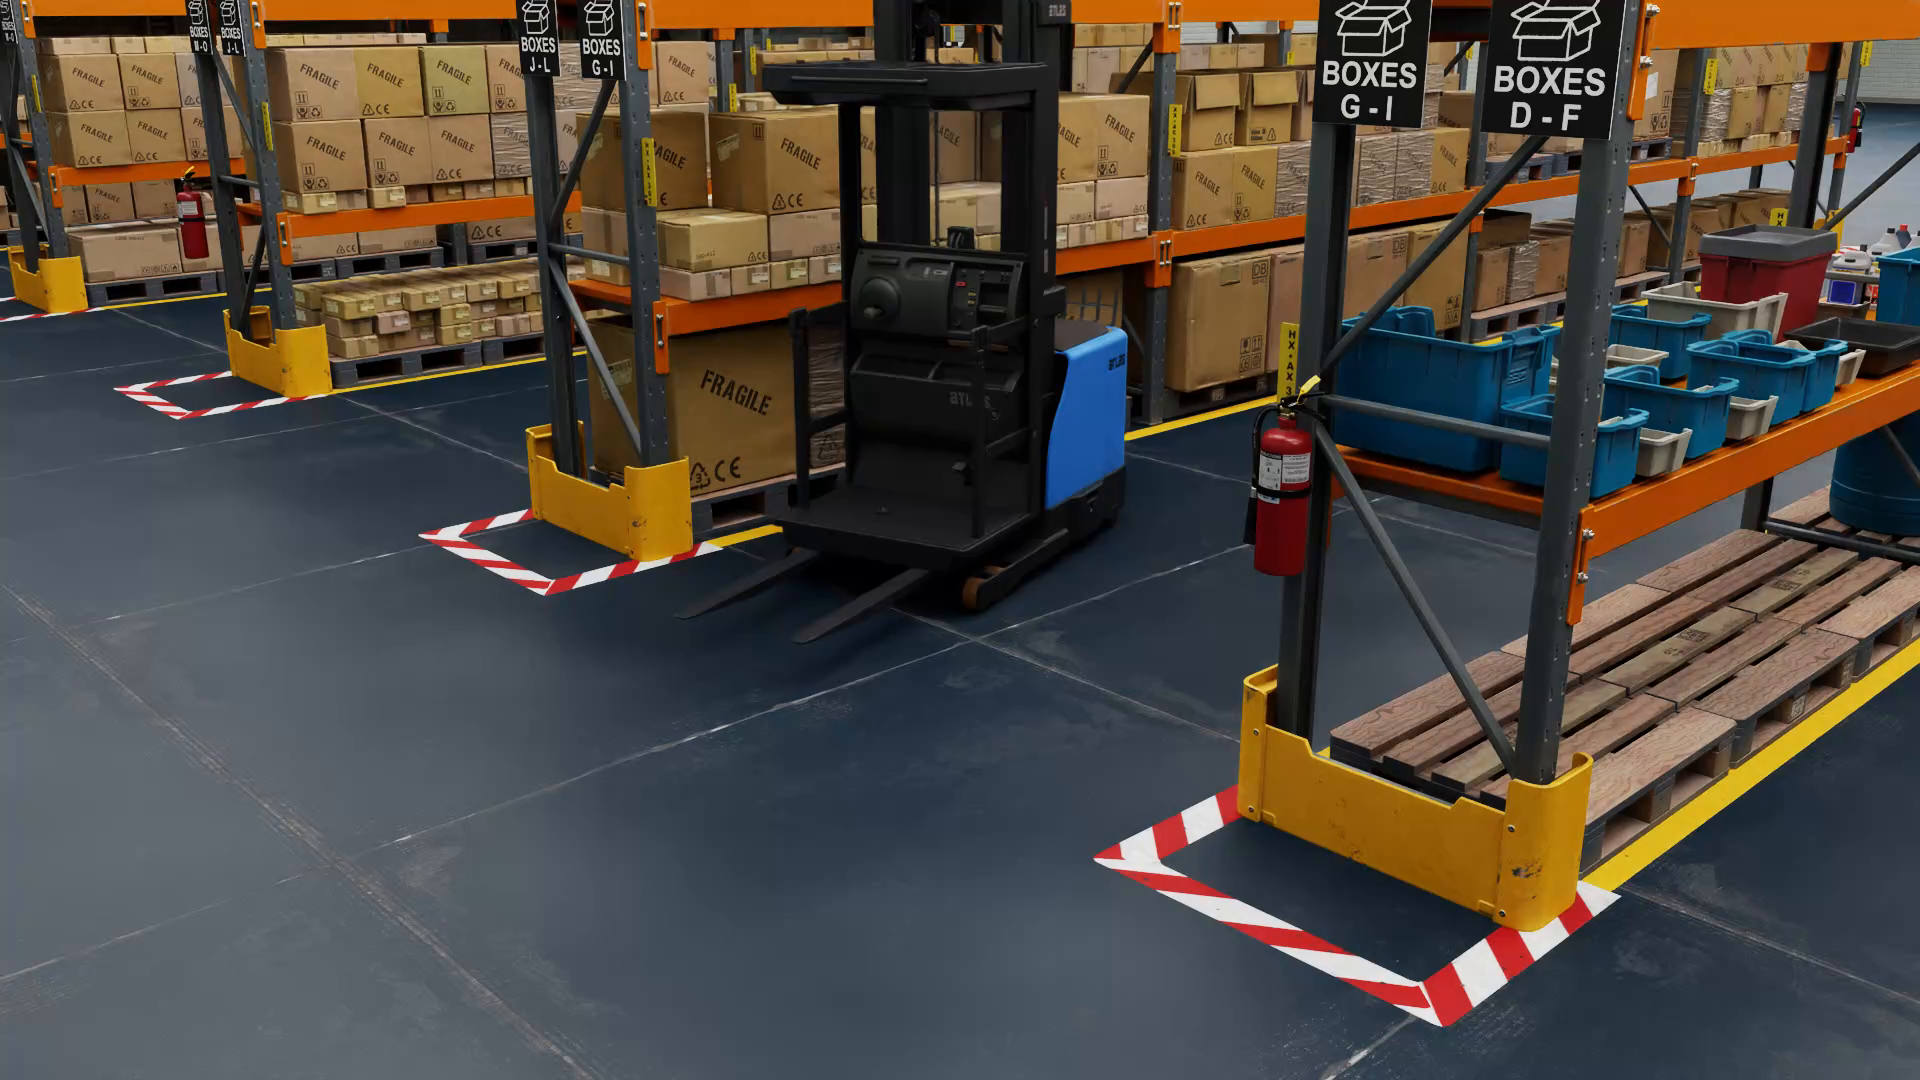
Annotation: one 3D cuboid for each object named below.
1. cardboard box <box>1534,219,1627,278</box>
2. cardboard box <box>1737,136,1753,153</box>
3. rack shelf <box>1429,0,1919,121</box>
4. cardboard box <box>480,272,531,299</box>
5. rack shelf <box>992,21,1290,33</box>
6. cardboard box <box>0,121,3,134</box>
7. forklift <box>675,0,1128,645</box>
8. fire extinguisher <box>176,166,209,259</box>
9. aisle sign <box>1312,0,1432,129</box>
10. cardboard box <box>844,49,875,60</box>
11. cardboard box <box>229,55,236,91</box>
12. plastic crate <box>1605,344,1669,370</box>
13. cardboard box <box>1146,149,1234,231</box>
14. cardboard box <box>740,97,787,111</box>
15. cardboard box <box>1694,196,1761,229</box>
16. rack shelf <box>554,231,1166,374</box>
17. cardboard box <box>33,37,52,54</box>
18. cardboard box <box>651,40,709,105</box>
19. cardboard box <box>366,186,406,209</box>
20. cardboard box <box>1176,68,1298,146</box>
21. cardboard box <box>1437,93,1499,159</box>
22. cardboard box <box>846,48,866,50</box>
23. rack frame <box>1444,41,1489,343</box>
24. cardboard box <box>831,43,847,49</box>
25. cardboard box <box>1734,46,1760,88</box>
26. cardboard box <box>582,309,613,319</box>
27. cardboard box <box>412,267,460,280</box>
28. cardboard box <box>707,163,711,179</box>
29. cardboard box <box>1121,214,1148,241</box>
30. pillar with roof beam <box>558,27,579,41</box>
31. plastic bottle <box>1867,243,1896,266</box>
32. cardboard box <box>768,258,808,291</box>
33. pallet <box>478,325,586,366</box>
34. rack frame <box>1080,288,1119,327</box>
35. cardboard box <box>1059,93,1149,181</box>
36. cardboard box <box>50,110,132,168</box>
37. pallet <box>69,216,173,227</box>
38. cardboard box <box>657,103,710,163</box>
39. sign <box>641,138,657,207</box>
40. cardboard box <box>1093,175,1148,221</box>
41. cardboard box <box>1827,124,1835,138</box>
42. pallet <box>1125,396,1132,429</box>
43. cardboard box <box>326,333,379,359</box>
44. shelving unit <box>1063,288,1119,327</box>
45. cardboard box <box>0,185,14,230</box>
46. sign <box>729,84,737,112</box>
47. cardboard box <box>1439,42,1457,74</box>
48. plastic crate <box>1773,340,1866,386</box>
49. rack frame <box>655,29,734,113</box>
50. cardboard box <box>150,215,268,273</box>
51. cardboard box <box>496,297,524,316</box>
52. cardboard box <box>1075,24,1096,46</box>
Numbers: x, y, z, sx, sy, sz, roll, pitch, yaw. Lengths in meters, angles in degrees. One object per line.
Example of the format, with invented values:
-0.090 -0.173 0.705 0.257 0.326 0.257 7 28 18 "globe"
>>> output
6.000 -2.818 16.152 0.500 0.500 0.700 -16 24 -41 "cardboard box"
7.921 -4.087 17.133 0.250 0.149 0.380 -16 24 -41 "cardboard box"
2.957 -1.876 6.209 4.000 0.370 1.077 -16 24 -41 "rack shelf"
-3.677 -2.055 13.436 0.250 0.149 0.380 -16 24 -40 "cardboard box"
2.033 -5.814 18.355 4.000 0.370 1.077 -16 24 -41 "rack shelf"
-11.373 -4.826 19.413 0.250 0.149 0.380 -17 24 -42 "cardboard box"
-0.221 -1.209 7.963 1.130 2.935 3.031 10 20 27 "forklift"
-5.734 -2.446 12.395 0.183 0.674 0.296 -16 24 -41 "fire extinguisher"
1.250 -1.654 5.008 0.004 0.787 0.394 -16 24 -41 "aisle sign"
-1.285 -6.156 21.782 0.500 0.500 0.500 17 24 42 "cardboard box"
-7.062 -4.587 16.485 0.500 0.500 0.500 -16 24 -41 "cardboard box"
2.580 -0.673 6.528 0.250 0.136 0.298 -16 24 -41 "plastic crate"
1.513 -2.414 11.404 0.500 0.500 0.500 -16 24 -41 "cardboard box"
-1.725 -3.801 14.607 0.250 0.149 0.380 -15 23 -38 "cardboard box"
8.383 -3.487 18.248 0.500 0.500 0.500 -14 22 -36 "cardboard box"
-0.446 -1.559 10.095 4.000 0.370 1.077 -16 24 -41 "rack shelf"
-8.585 -4.651 15.630 0.250 0.149 0.380 -16 24 -40 "cardboard box"
-2.483 -3.962 14.076 0.500 0.500 0.500 17 24 42 "cardboard box"
-4.384 -2.594 12.529 0.380 0.149 0.250 17 25 42 "cardboard box"
1.972 -3.129 11.985 0.637 0.503 0.797 -16 24 -40 "cardboard box"
4.279 -3.543 14.206 0.500 0.500 0.500 14 23 37 "cardboard box"
-1.258 -6.386 22.494 0.500 0.500 0.500 -16 24 -41 "cardboard box"
3.914 -3.172 13.905 0.127 3.000 1.000 -16 24 -41 "rack frame"
-2.084 -8.142 27.536 0.250 0.149 0.380 -16 24 -41 "cardboard box"
7.684 -4.829 16.750 0.500 0.500 0.500 -16 24 -41 "cardboard box"
-3.130 -1.922 13.992 0.250 0.149 0.380 -16 24 -41 "cardboard box"
-4.311 -2.139 13.697 0.250 0.149 0.380 -15 23 -39 "cardboard box"
-2.374 -3.225 14.476 0.250 0.149 0.380 -17 24 -41 "cardboard box"
1.011 -2.067 10.904 0.250 0.149 0.380 -16 24 -41 "cardboard box"
-3.022 -8.872 21.758 0.400 9.000 9.100 -16 24 -41 "pillar with roof beam"
4.740 -1.389 8.607 0.135 0.276 0.152 -16 24 -41 "plastic bottle"
-1.043 -1.468 9.056 0.250 0.149 0.380 -17 25 -42 "cardboard box"
-3.678 -1.721 13.951 1.213 0.211 1.003 -16 24 -41 "pallet"
0.757 -0.850 9.679 0.240 1.200 0.006 13 14 35 "rack frame"
0.857 -2.594 10.667 0.500 0.500 0.500 -15 23 -39 "cardboard box"
-8.162 -3.783 15.626 0.500 0.500 0.500 -17 24 -41 "cardboard box"
-10.601 -3.925 20.750 1.213 0.211 1.003 -16 24 -41 "pallet"
-2.484 -3.481 14.213 0.500 0.500 0.500 -16 24 -41 "cardboard box"
-1.522 -1.801 8.144 0.005 0.325 0.100 -16 24 -41 "sign"
0.867 -2.242 10.798 0.500 0.250 0.500 -17 24 -42 "cardboard box"
9.661 -4.641 18.844 0.250 0.149 0.380 -16 24 -41 "cardboard box"
0.401 -0.855 11.278 1.213 0.211 1.003 -16 24 -41 "pallet"
-4.633 -1.493 12.667 0.250 0.149 0.380 -16 24 -40 "cardboard box"
0.702 -0.840 9.606 0.258 1.200 0.189 13 14 35 "shelving unit"
-11.611 -3.930 19.610 0.797 0.503 0.637 17 24 42 "cardboard box"
-1.949 -3.749 14.282 0.005 0.325 0.100 -16 24 -41 "sign"
6.096 -6.515 22.223 0.550 0.550 0.875 -16 24 -41 "cardboard box"
3.351 -0.681 6.553 0.466 0.136 0.293 -16 24 -41 "plastic crate"
-2.327 -3.458 14.785 0.127 3.000 1.000 -16 24 -41 "rack frame"
-7.638 -3.037 16.961 0.875 0.438 0.875 -15 24 -39 "cardboard box"
-3.765 -1.940 13.564 0.250 0.149 0.380 -15 23 -38 "cardboard box"
1.566 -7.285 24.323 0.500 0.500 0.700 -16 24 -41 "cardboard box"
